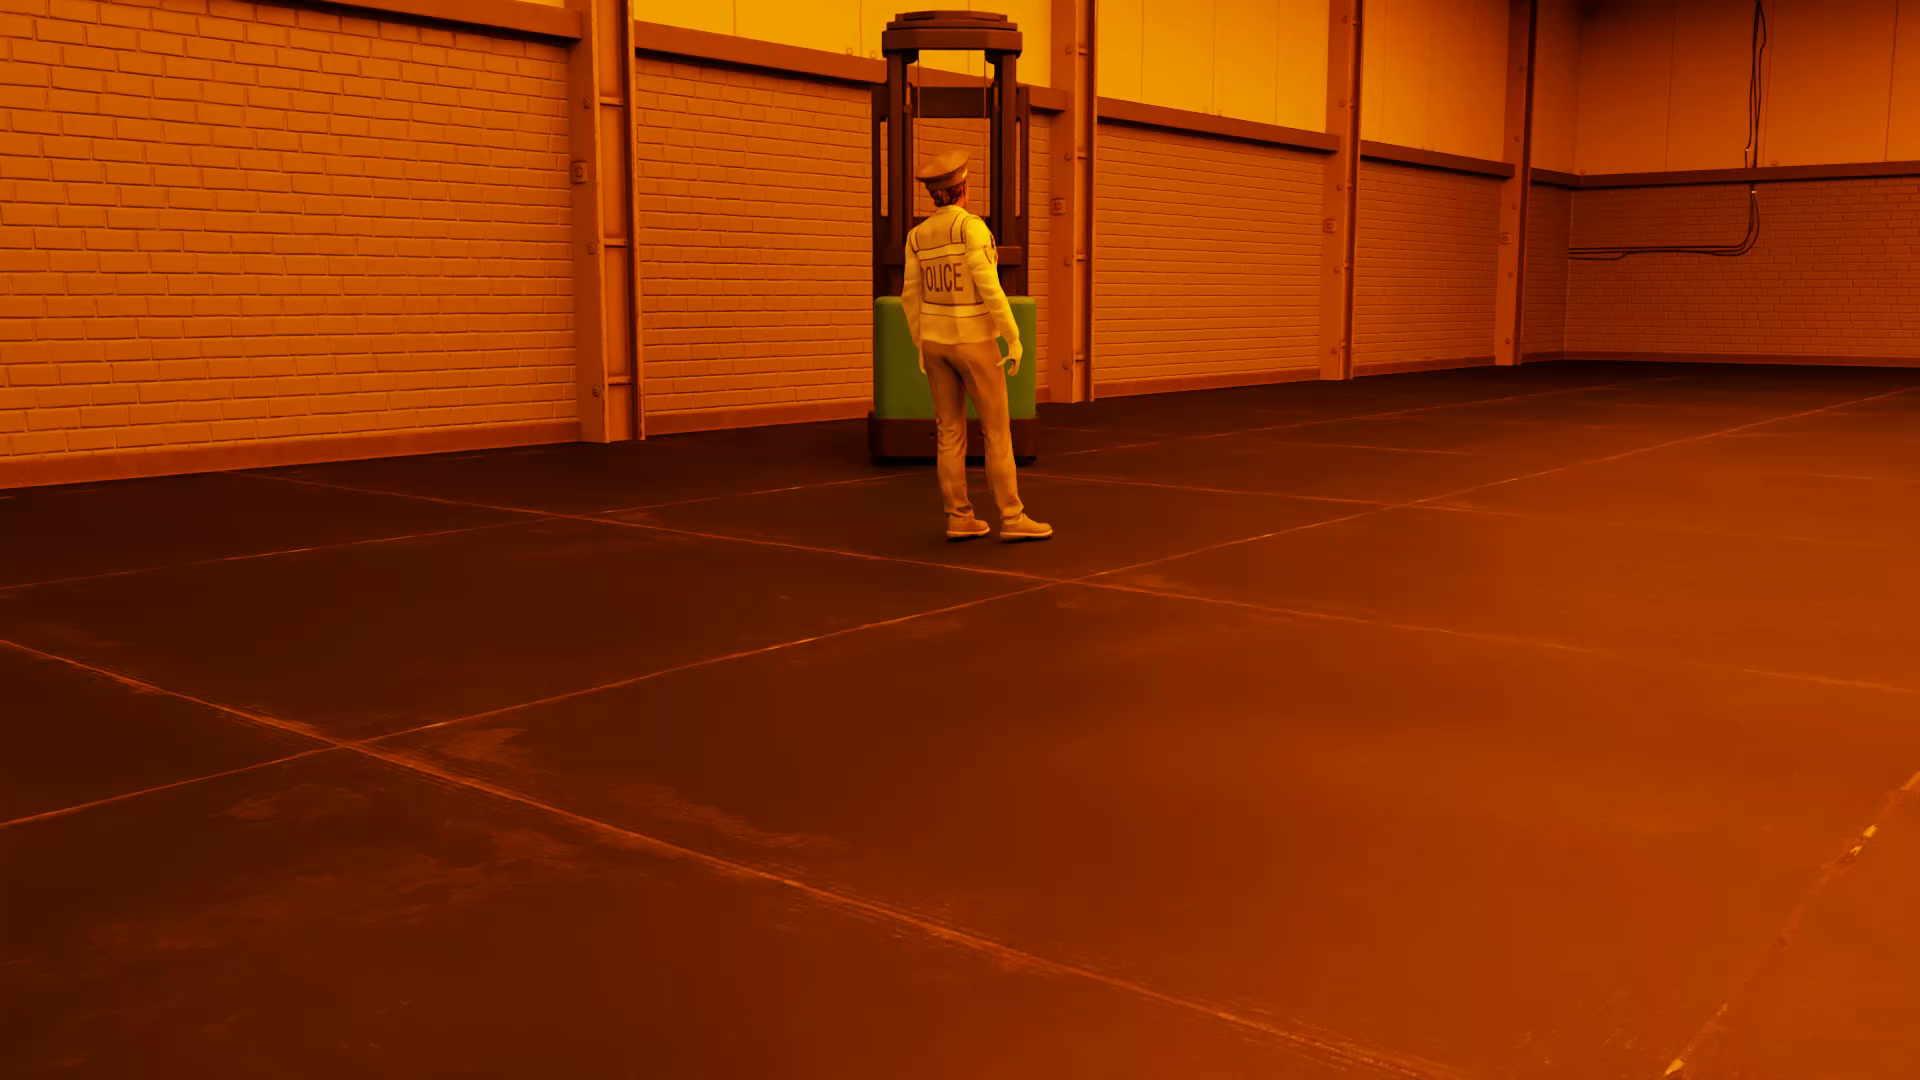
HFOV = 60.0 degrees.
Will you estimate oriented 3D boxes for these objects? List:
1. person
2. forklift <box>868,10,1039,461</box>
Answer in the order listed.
[{"bbox_3d":[0.049,-0.853,7.330,0.586,1.694,0.530,7,11,38],"label":"person"},{"bbox_3d":[-0.075,-2.122,11.783,1.130,2.935,3.031,0,8,-2],"label":"forklift"}]
